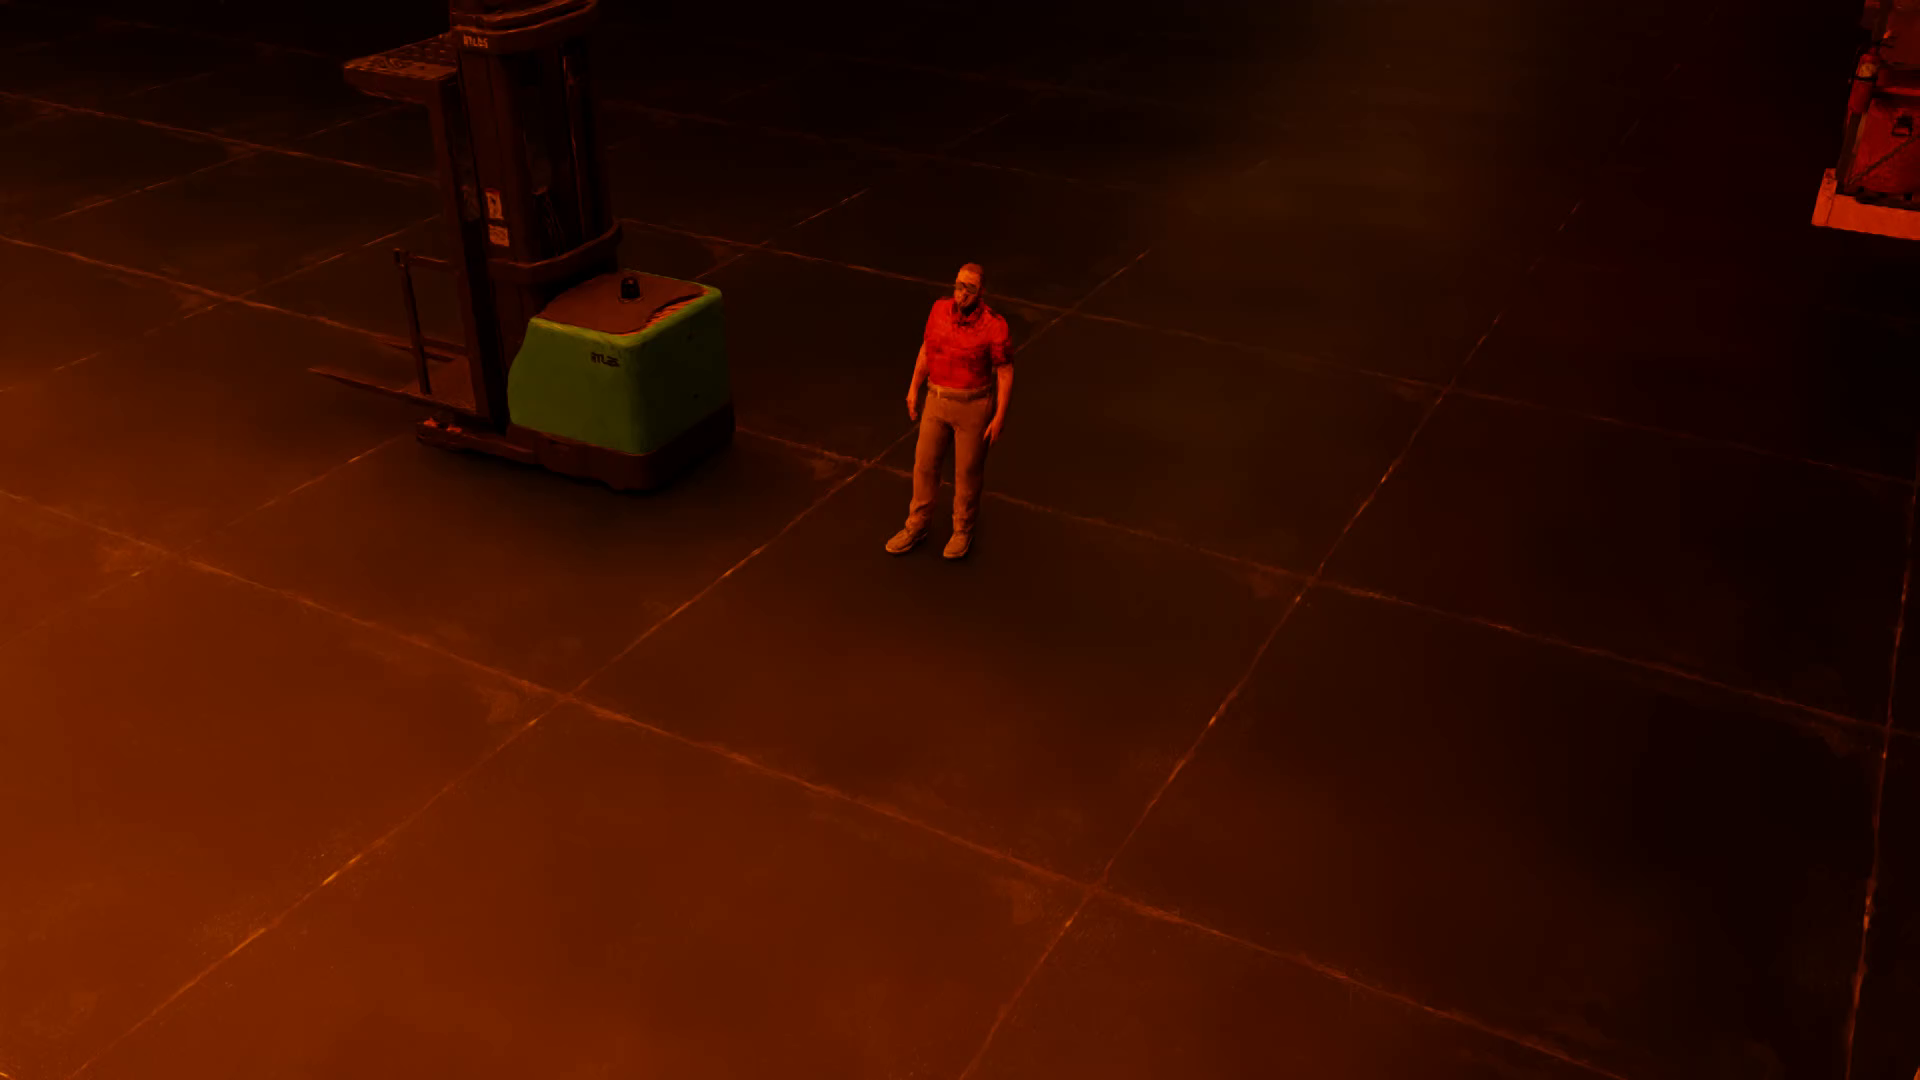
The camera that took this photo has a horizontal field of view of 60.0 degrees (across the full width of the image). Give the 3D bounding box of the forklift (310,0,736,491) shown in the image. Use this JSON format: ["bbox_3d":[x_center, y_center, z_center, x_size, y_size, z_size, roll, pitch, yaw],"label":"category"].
[{"bbox_3d":[-3.055,-2.082,10.679,3.031,2.935,1.130,14,33,23],"label":"forklift"}]

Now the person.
[{"bbox_3d":[-0.054,-0.719,9.504,0.640,1.727,0.550,15,33,25],"label":"person"}]
